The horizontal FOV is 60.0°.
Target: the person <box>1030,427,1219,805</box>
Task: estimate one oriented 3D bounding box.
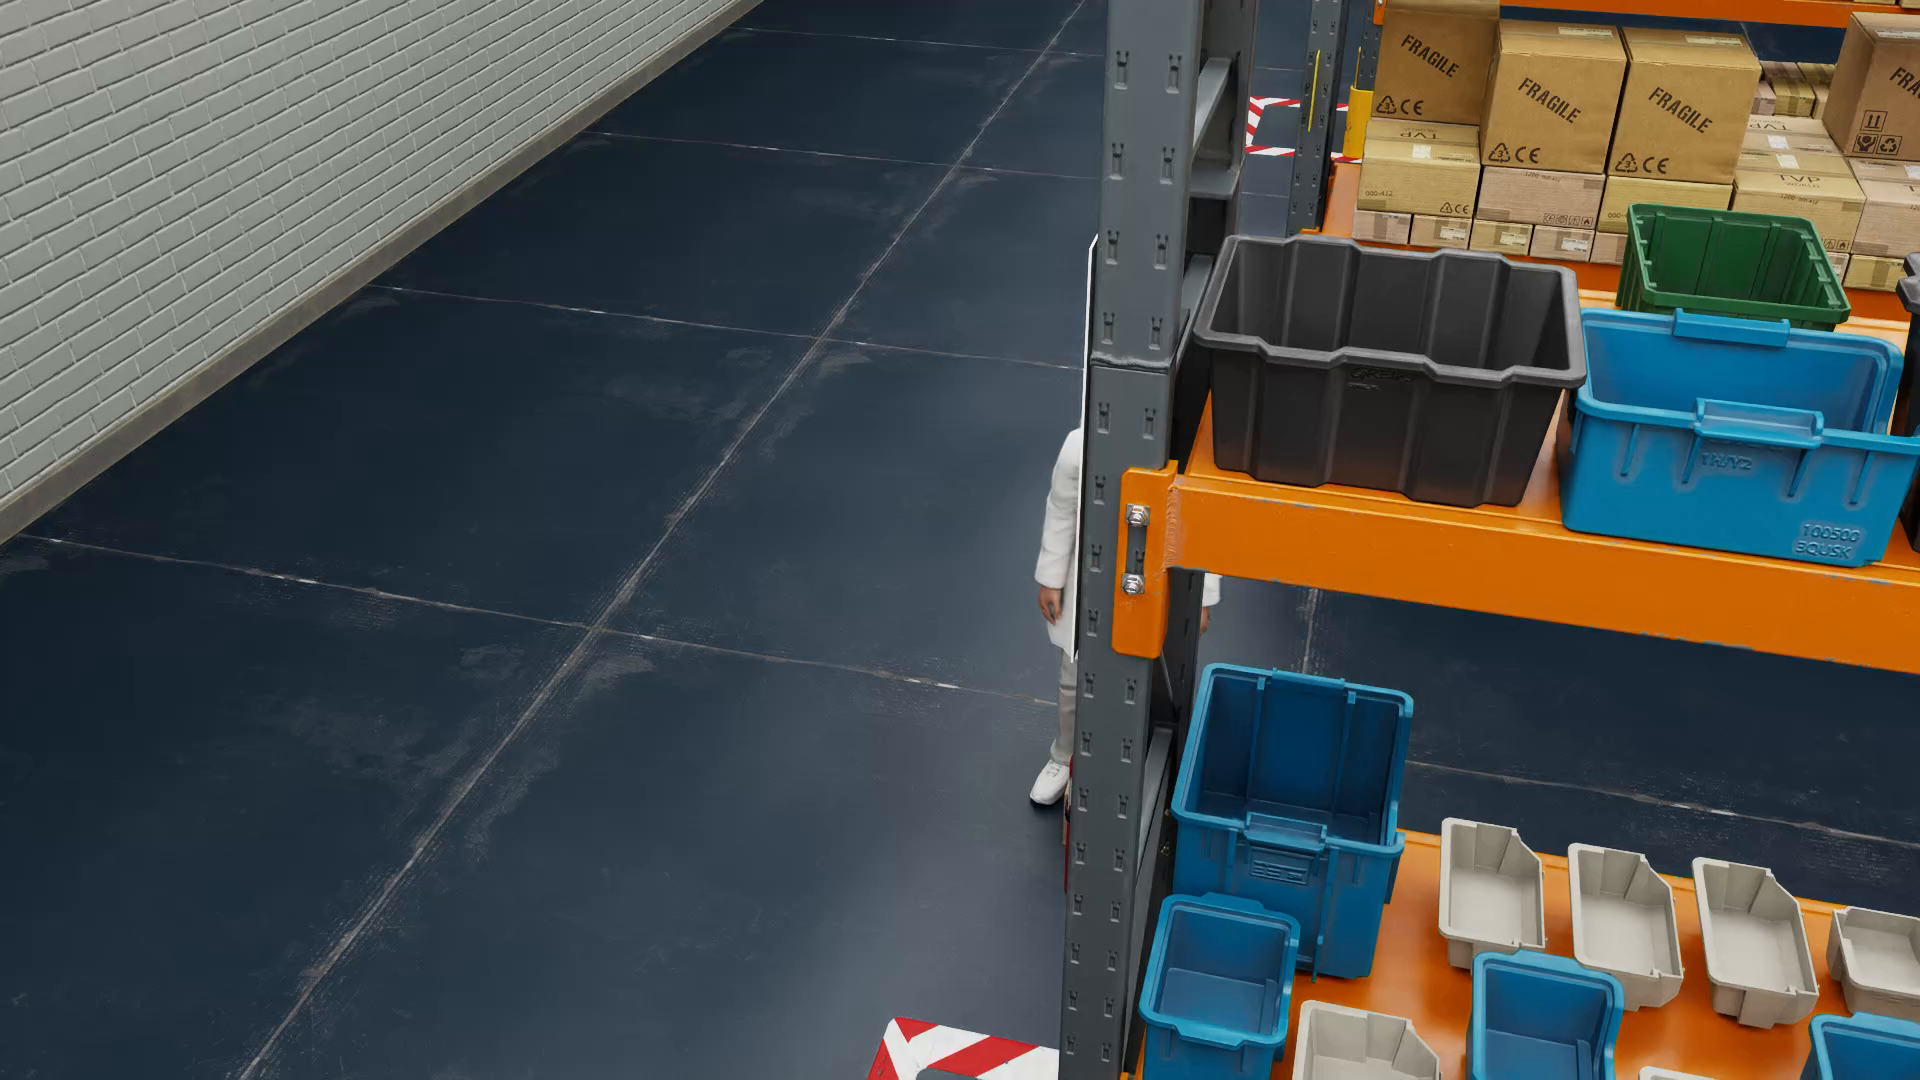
[{"bbox_3d":[0.586,0.184,5.863,0.653,1.774,0.416,7,33,12],"label":"person"}]
